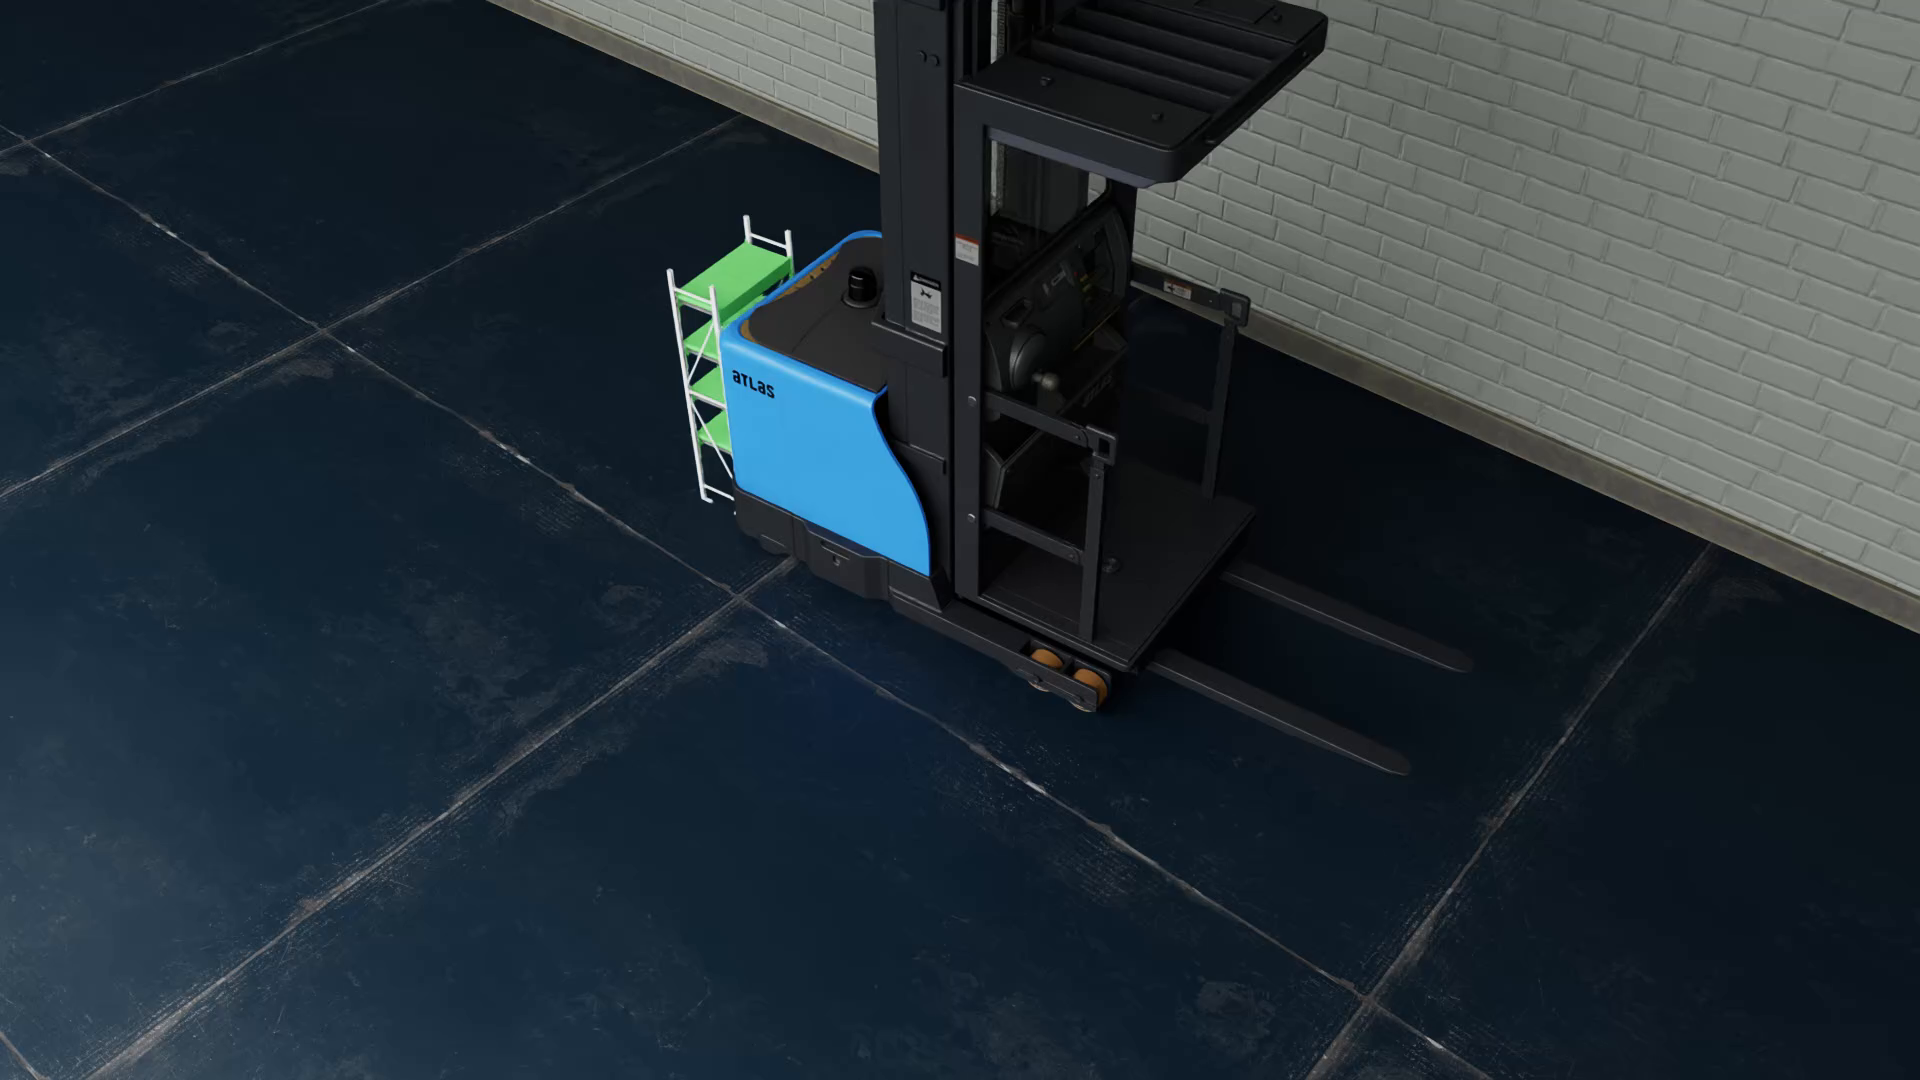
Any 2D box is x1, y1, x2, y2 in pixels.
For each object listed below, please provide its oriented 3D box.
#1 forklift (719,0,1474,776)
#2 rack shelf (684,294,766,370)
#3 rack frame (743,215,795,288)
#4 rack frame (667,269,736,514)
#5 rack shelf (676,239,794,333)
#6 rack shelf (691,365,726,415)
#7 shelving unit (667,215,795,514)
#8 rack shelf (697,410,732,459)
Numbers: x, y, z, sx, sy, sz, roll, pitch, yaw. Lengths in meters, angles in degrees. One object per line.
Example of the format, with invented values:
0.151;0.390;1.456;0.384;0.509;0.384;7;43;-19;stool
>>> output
0.537;-0.824;5.978;3.031;2.935;1.130;24;48;24;forklift
-0.930;-0.862;7.041;0.258;0.148;0.480;23;47;25;rack shelf
-0.794;-0.868;7.309;0.240;1.200;0.015;23;47;25;rack frame
-1.062;-0.593;7.007;0.240;1.200;0.015;23;47;25;rack frame
-0.933;-1.041;6.881;0.258;0.148;0.480;23;47;25;rack shelf
-0.927;-0.683;7.201;0.258;0.148;0.480;23;47;25;rack shelf
-0.928;-0.730;7.158;0.258;1.200;0.503;23;47;25;shelving unit
-0.924;-0.504;7.360;0.258;0.148;0.480;23;47;25;rack shelf
